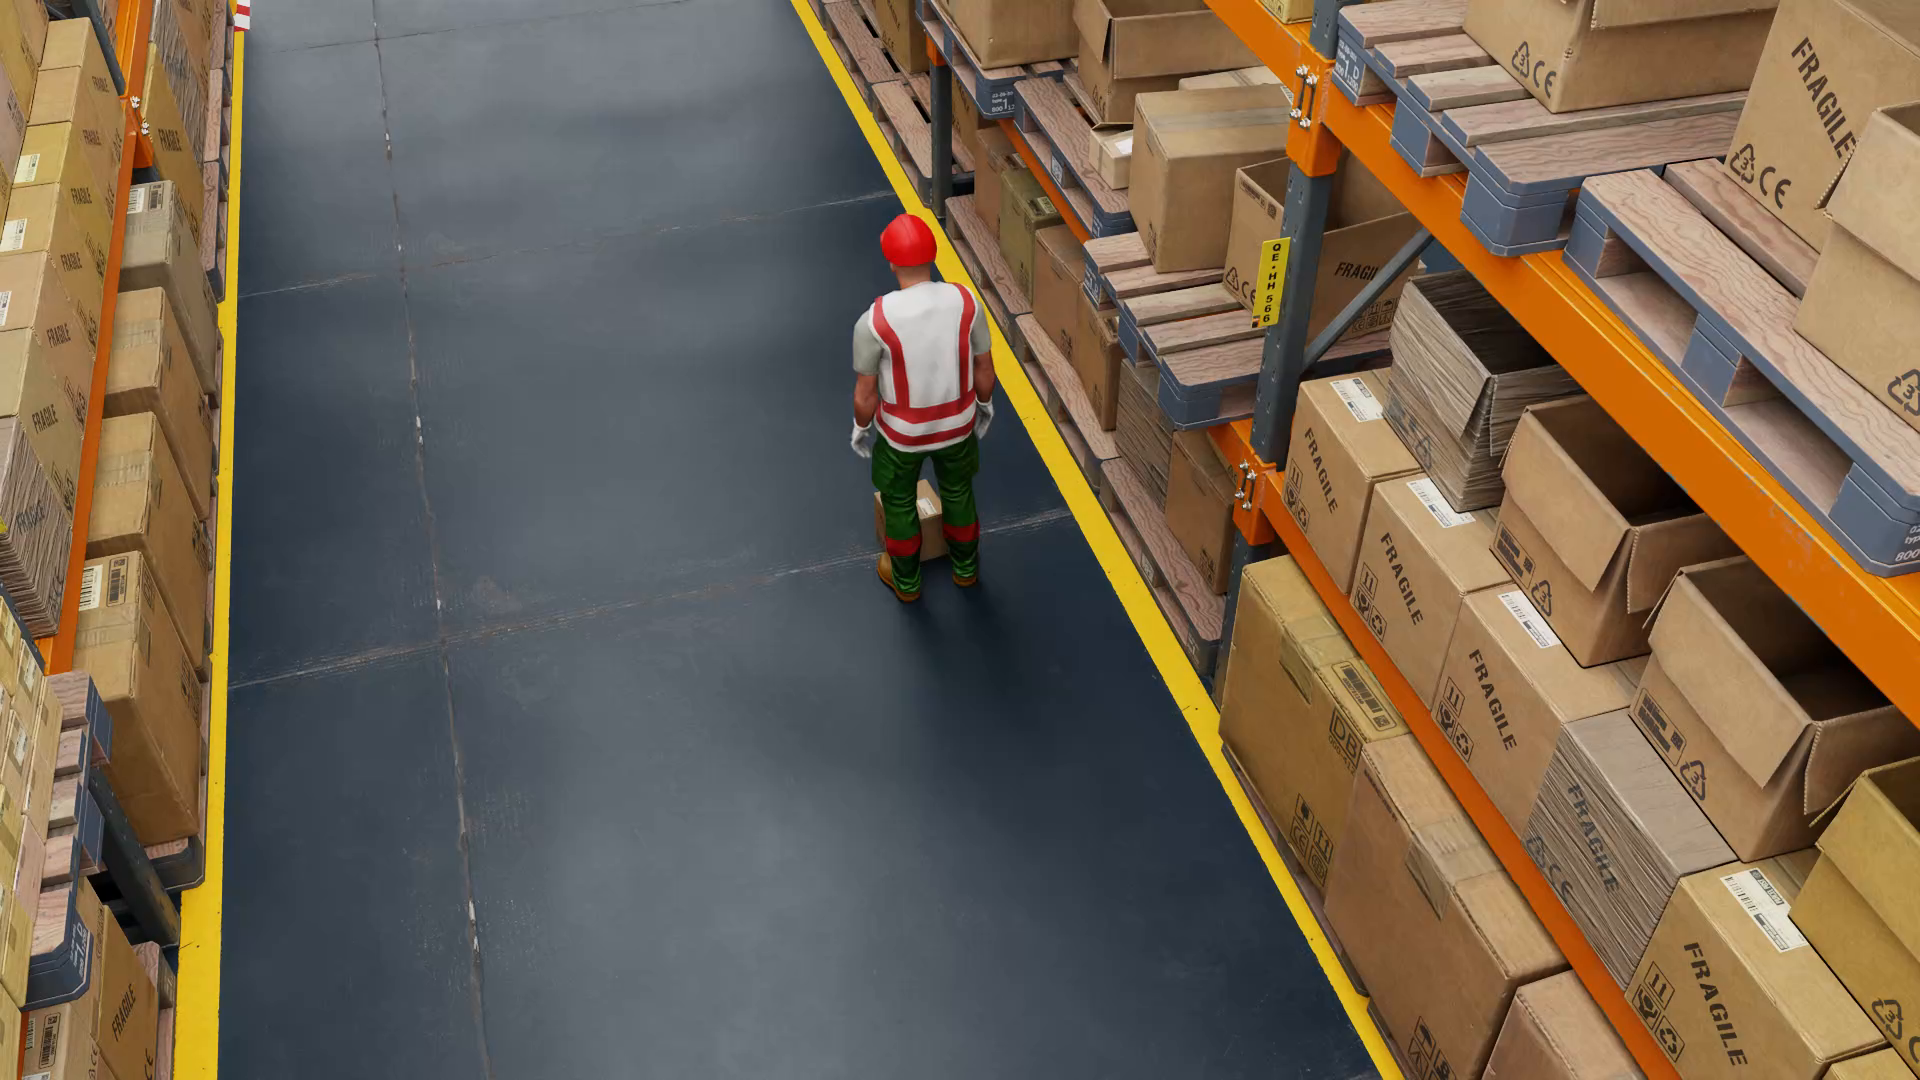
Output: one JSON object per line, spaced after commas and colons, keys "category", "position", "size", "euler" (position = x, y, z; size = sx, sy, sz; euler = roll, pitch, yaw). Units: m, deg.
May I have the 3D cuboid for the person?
{"category": "person", "position": [-0.147, -0.492, 6.699], "size": [0.604, 1.778, 0.453], "euler": [-12, 43, -13]}
